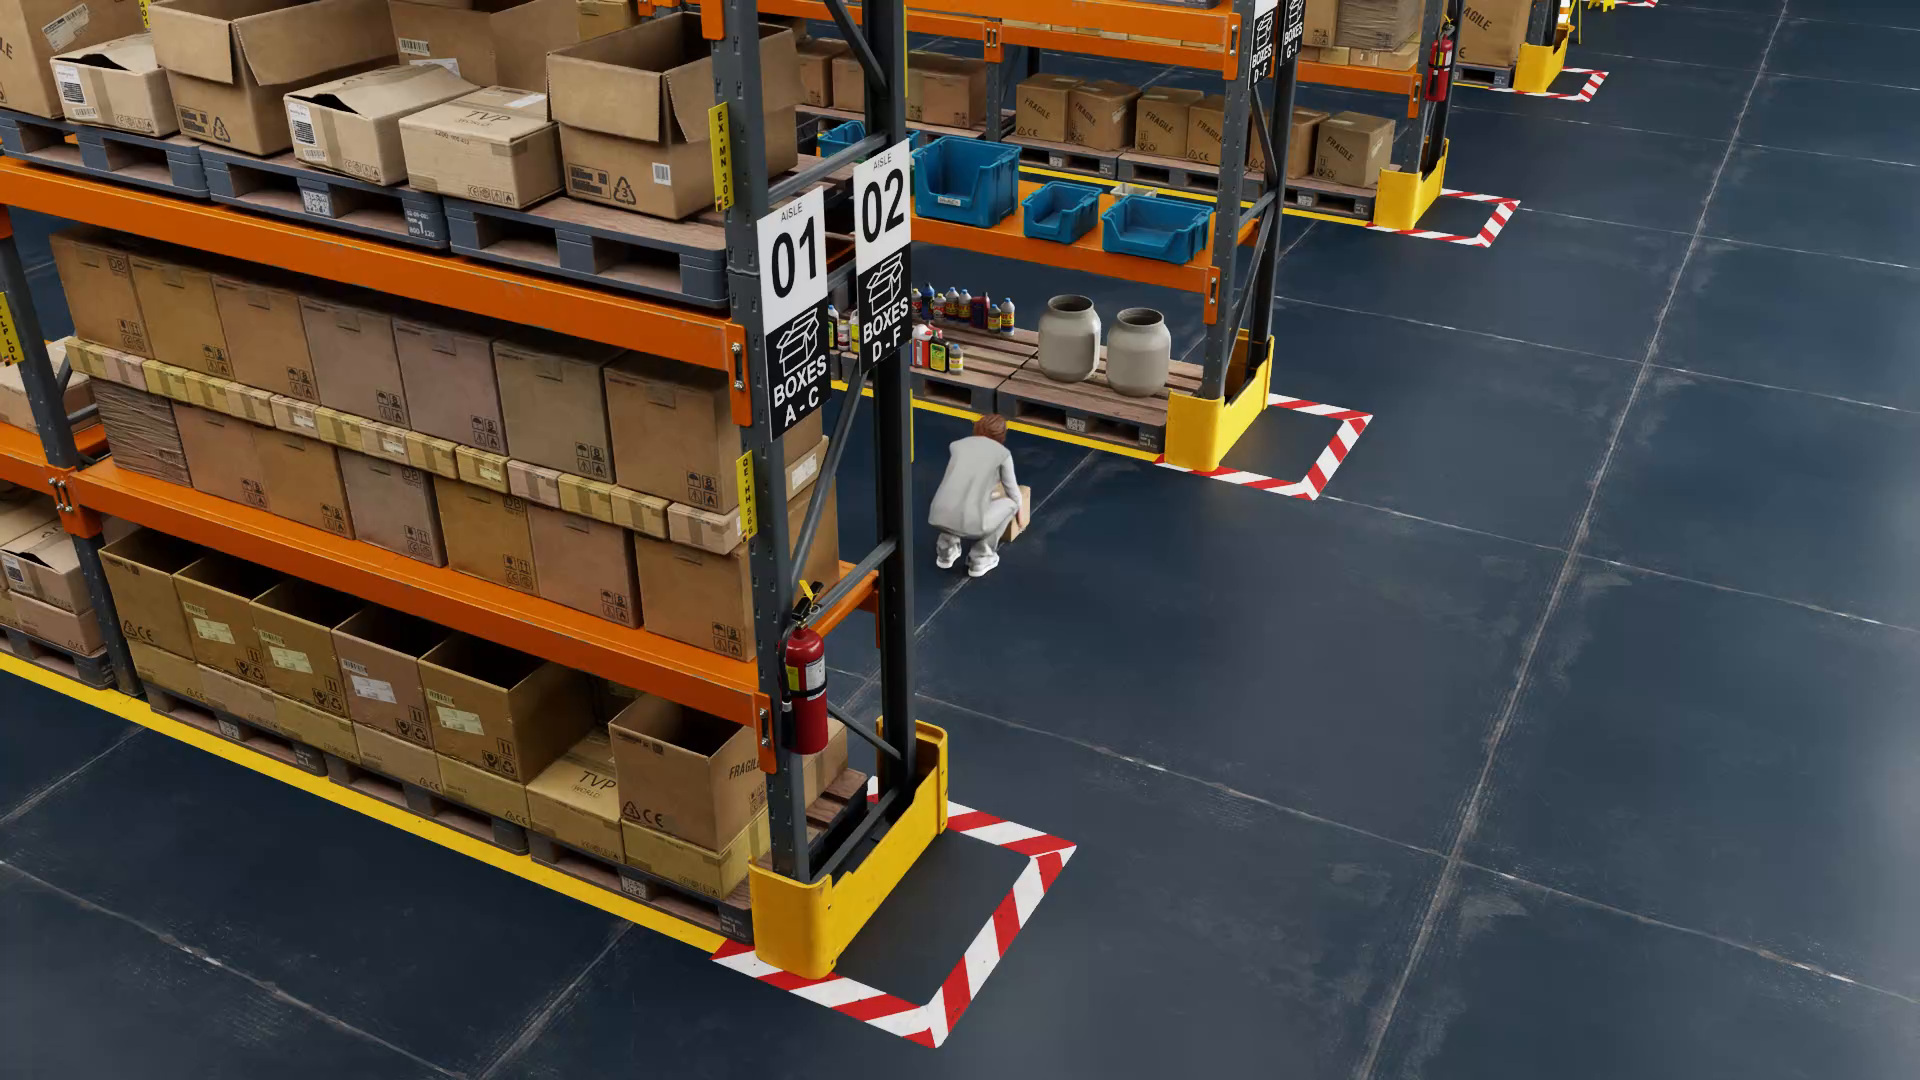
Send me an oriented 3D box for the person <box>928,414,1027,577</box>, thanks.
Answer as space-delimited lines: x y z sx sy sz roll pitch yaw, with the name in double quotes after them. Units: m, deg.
0.090 -0.243 9.536 0.436 0.762 0.806 15 34 23 "person"
